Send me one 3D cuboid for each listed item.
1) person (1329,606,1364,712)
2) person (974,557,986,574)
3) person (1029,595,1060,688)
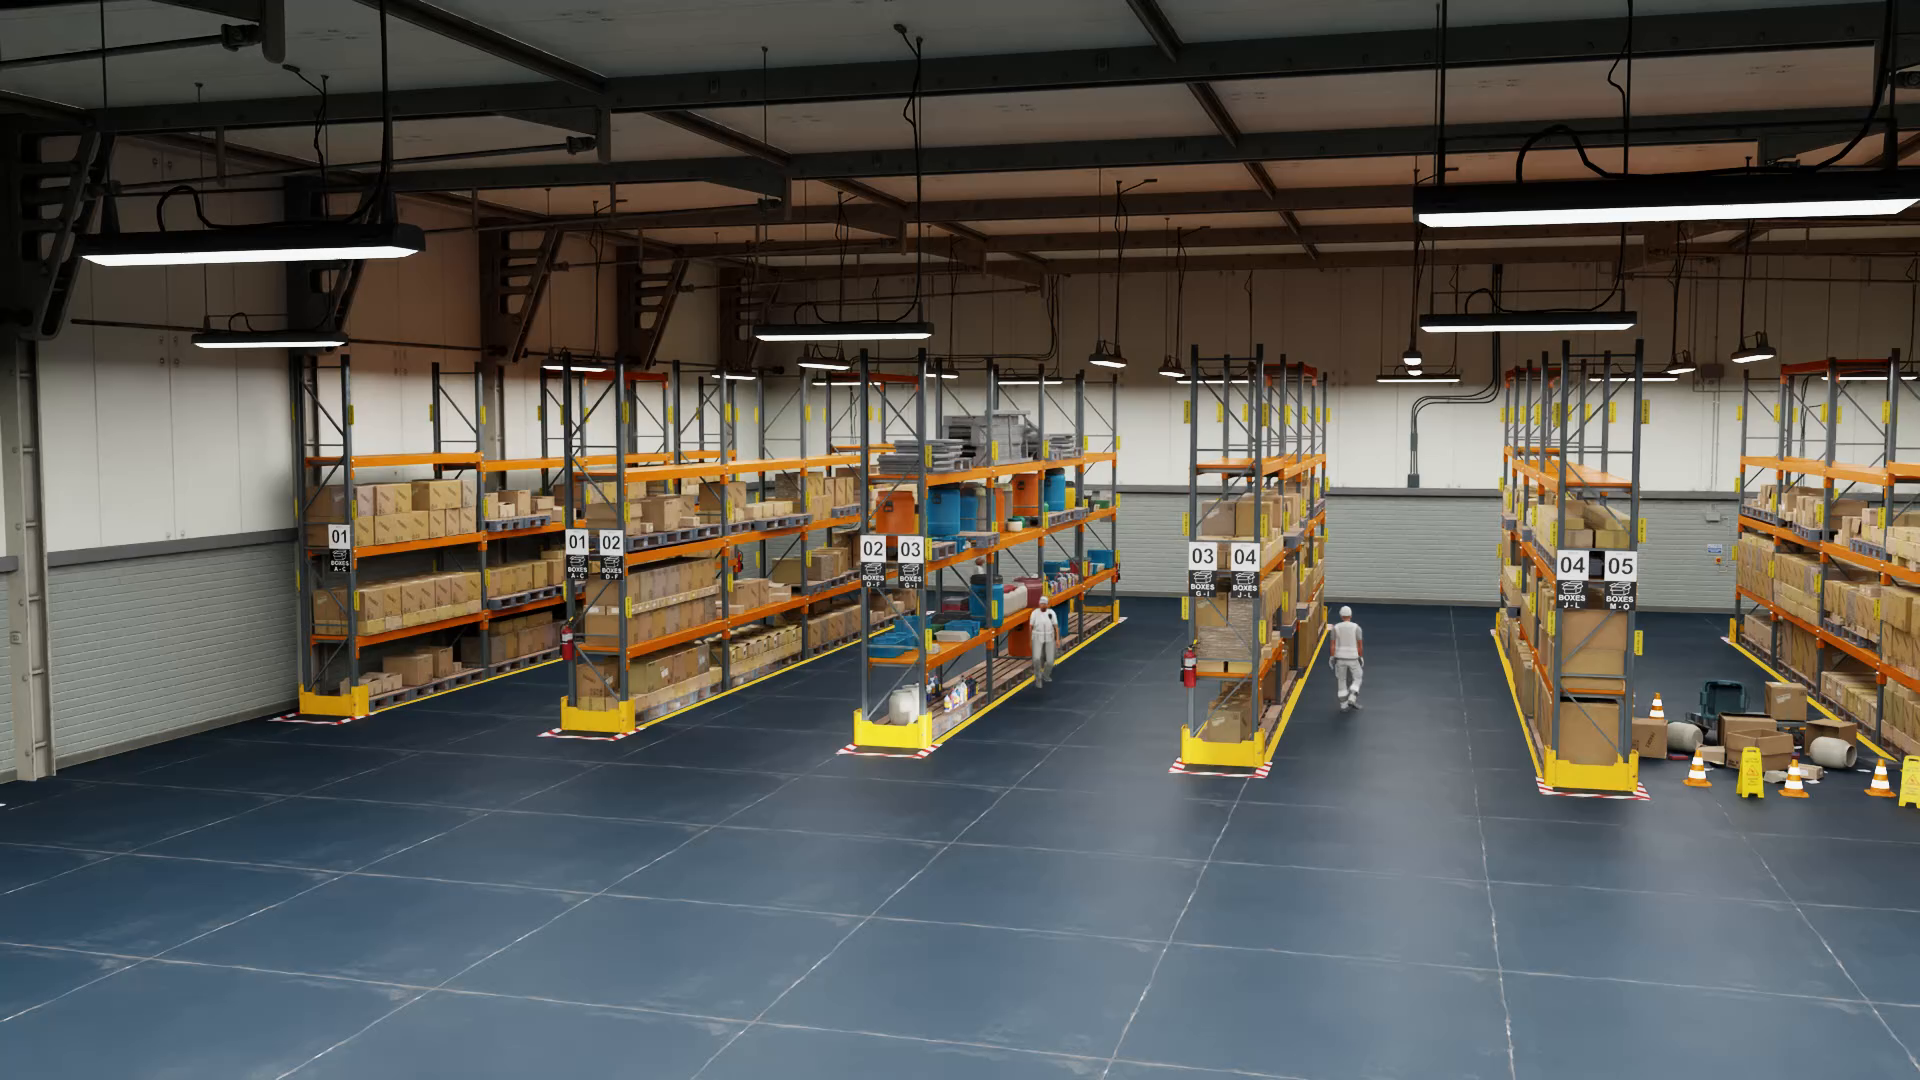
[{"bbox_3d":[6.516,2.015,28.044,0.575,1.791,0.541,1,4,16],"label":"person"},{"bbox_3d":[0.442,1.218,40.066,0.415,1.562,0.448,-2,5,-22],"label":"person"},{"bbox_3d":[1.493,1.777,29.389,0.522,1.600,0.616,0,4,-5],"label":"person"}]
